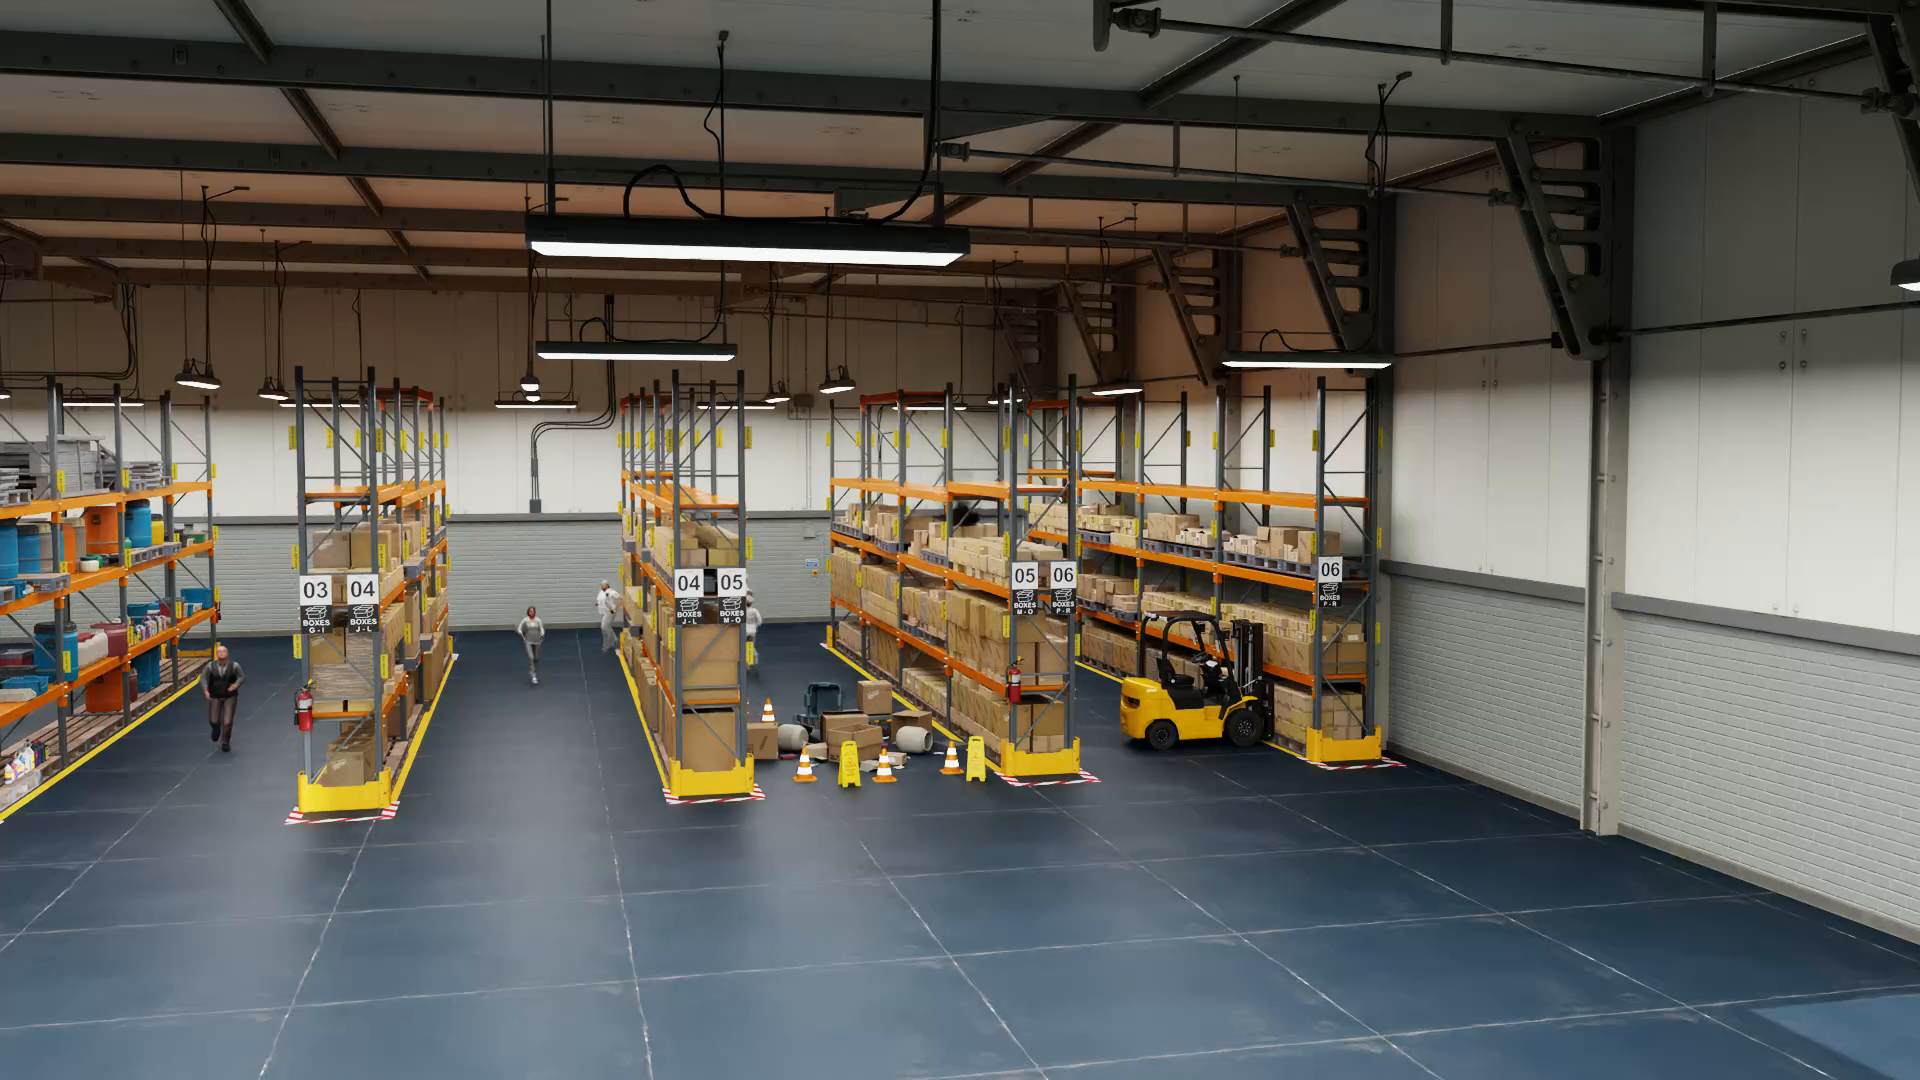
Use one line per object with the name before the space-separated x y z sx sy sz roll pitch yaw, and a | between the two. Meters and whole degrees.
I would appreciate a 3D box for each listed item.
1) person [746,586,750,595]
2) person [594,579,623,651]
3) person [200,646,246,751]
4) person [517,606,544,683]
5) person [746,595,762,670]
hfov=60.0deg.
person | -5.438 1.690 40.704 0.830 1.824 0.681 -1 4 -15
person | -8.438 1.808 39.836 0.625 1.738 0.733 3 4 37
person | -11.922 2.561 26.897 0.688 1.690 0.593 -1 4 -19
person | -8.935 2.164 34.647 0.537 1.580 0.704 -2 4 -24
person | -4.579 2.023 36.112 0.569 1.654 0.652 -1 4 -23
